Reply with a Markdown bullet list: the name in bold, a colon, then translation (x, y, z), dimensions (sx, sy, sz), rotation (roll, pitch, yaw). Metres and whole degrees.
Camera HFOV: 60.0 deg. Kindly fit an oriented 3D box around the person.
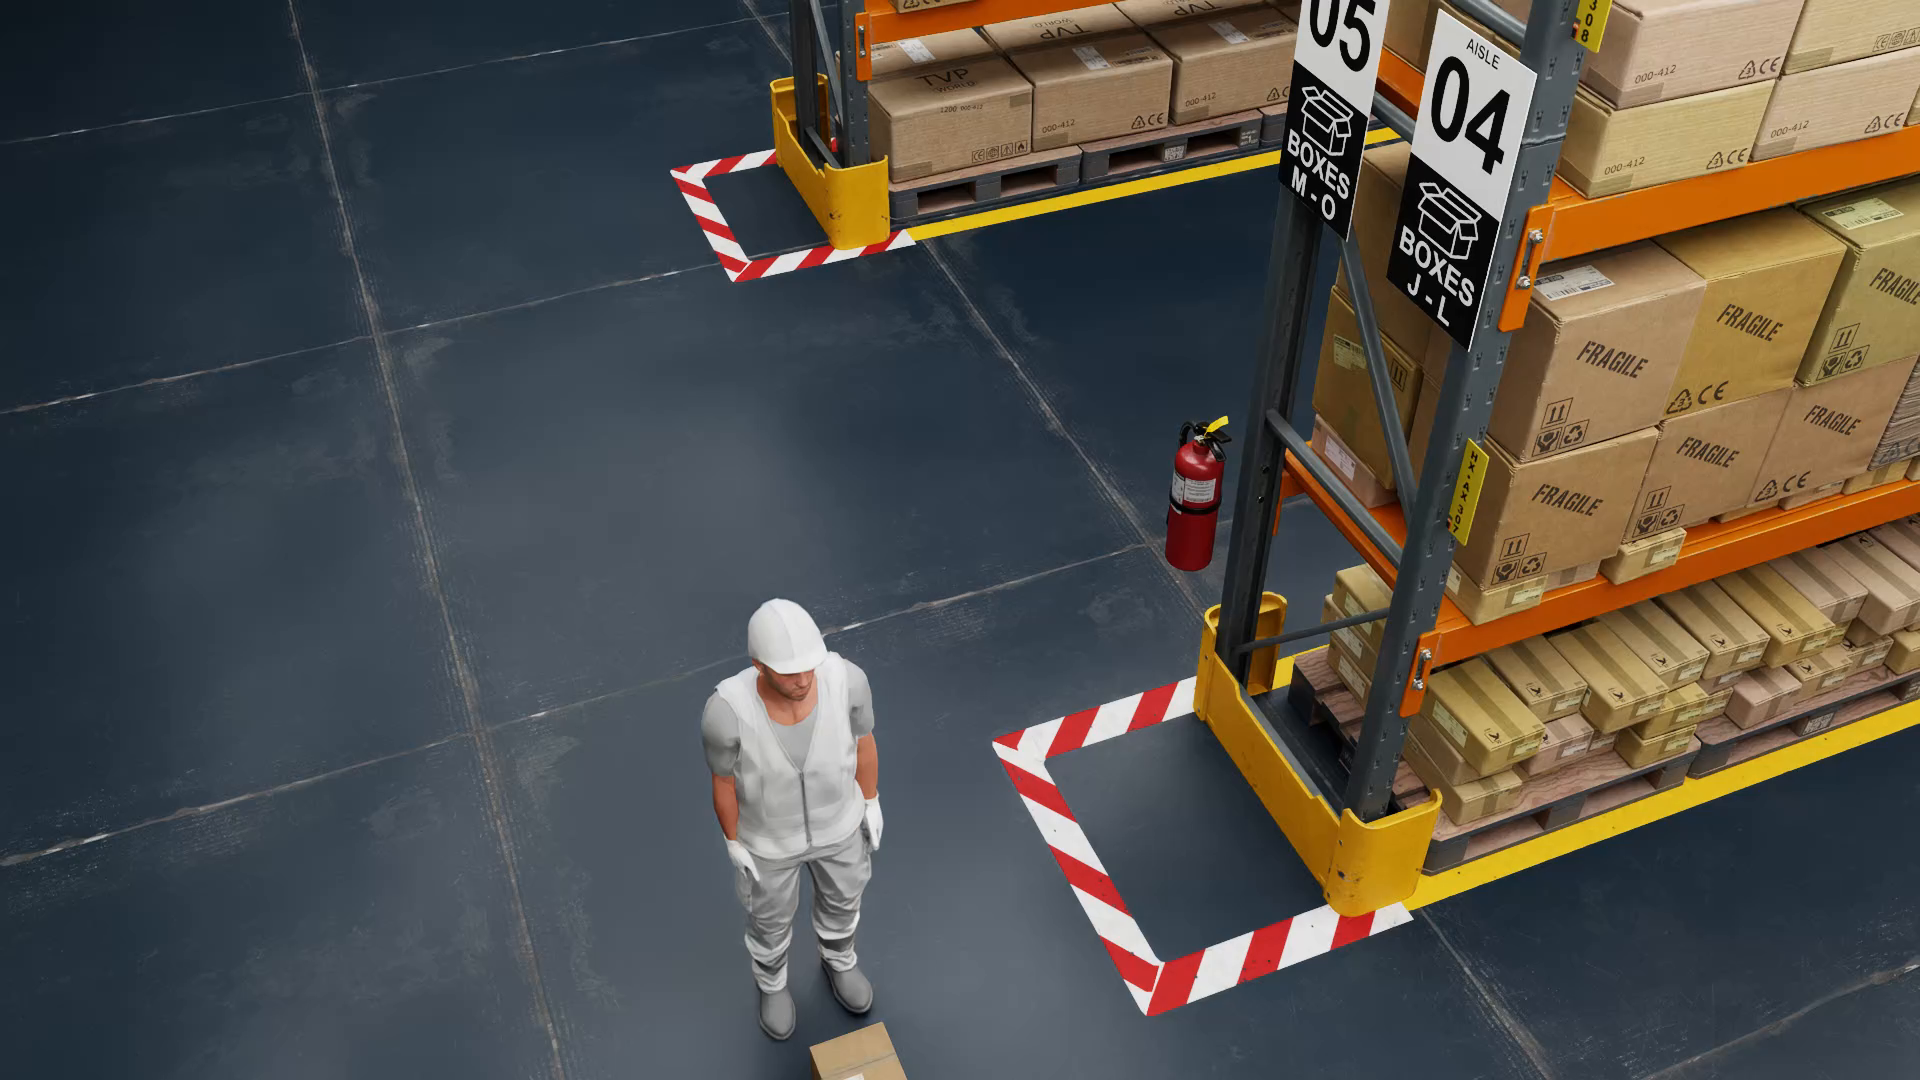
- **person**: translation (-0.490, 0.877, 5.151), dimensions (0.524, 1.792, 0.335), rotation (-14, 43, -16)
